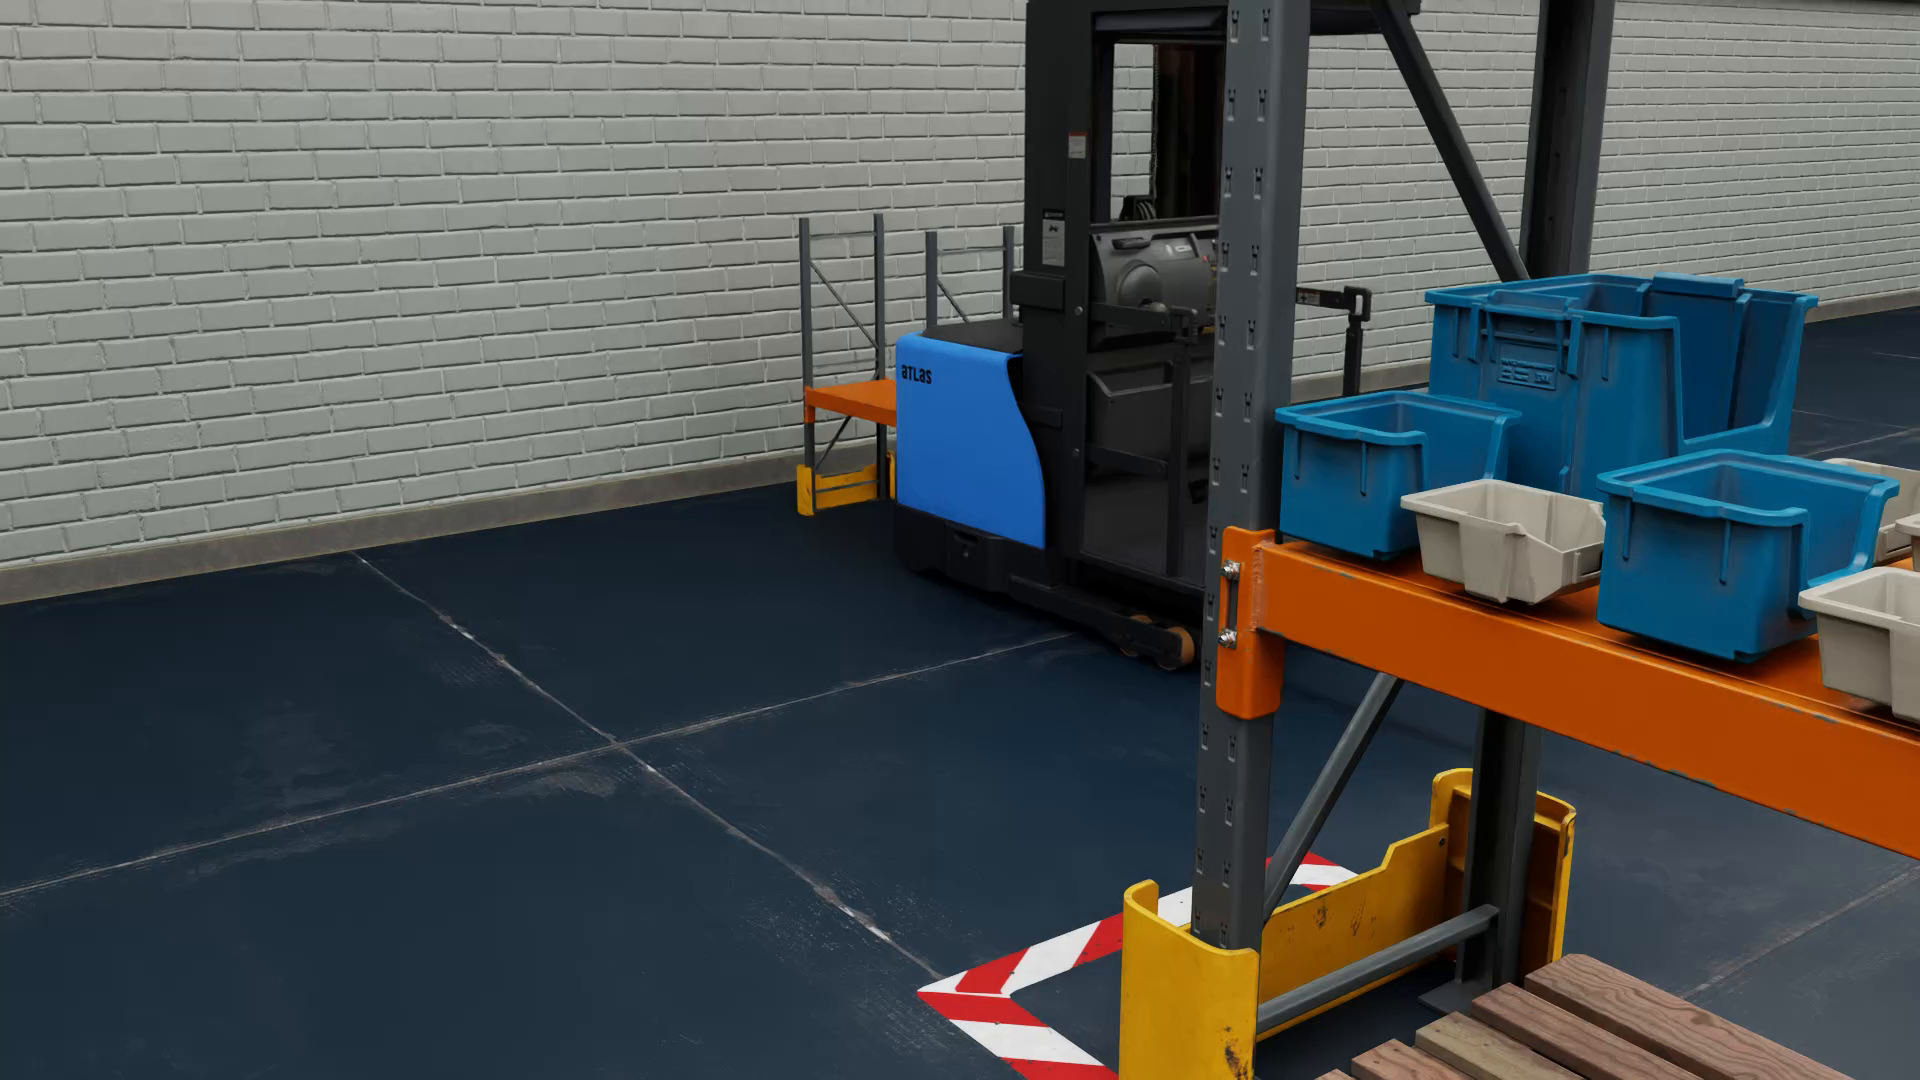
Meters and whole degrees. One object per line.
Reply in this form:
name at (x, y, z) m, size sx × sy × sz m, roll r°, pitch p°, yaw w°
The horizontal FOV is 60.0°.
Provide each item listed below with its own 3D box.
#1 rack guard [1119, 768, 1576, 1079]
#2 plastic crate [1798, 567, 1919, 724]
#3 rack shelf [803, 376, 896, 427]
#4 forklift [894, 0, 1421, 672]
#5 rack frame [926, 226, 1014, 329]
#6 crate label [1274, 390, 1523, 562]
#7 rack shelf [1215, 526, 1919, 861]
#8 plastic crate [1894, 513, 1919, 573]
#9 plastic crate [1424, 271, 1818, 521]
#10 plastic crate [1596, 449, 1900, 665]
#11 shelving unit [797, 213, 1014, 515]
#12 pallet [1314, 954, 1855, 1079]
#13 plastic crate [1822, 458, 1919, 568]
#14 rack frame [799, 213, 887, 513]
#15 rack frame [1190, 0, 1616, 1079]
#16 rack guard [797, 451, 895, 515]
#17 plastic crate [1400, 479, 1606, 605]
rack guard at (0.890, 0.927, 3.743) m, size 1.175 × 0.500 × 0.348 m, roll -11°, pitch 19°, yaw -35°
plastic crate at (1.314, 0.152, 2.223) m, size 0.250 × 0.136 × 0.298 m, roll -11°, pitch 19°, yaw -35°
rack shelf at (-0.272, -0.627, 8.208) m, size 0.538 × 0.185 × 1.000 m, roll -12°, pitch 19°, yaw -37°
forklift at (1.018, -1.069, 6.429) m, size 1.130 × 2.935 × 3.031 m, roll -12°, pitch 19°, yaw -37°
rack frame at (0.049, -0.696, 7.780) m, size 0.500 × 1.500 × 0.032 m, roll -12°, pitch 19°, yaw -37°
crate label at (0.793, -0.120, 3.037) m, size 0.416 × 0.233 × 0.303 m, roll -11°, pitch 19°, yaw -35°
rack shelf at (2.090, 0.498, 1.937) m, size 1.077 × 0.370 × 4.000 m, roll -11°, pitch 19°, yaw -35°
plastic crate at (1.699, 0.033, 2.661) m, size 0.396 × 0.136 × 0.243 m, roll -11°, pitch 19°, yaw -35°
plastic crate at (1.262, -0.279, 3.234) m, size 0.616 × 0.435 × 0.499 m, roll -11°, pitch 19°, yaw -35°
plastic crate at (1.180, 0.020, 2.523) m, size 0.416 × 0.233 × 0.300 m, roll -11°, pitch 19°, yaw -35°
shelving unit at (-0.277, -0.802, 8.167) m, size 0.587 × 1.500 × 1.083 m, roll -12°, pitch 19°, yaw -37°
pallet at (1.368, 1.251, 3.105) m, size 1.003 × 0.211 × 1.213 m, roll -11°, pitch 19°, yaw -35°
plastic crate at (1.540, -0.032, 2.895) m, size 0.396 × 0.136 × 0.243 m, roll -11°, pitch 19°, yaw -35°
rack frame at (-0.592, -0.905, 8.541) m, size 0.500 × 1.500 × 0.032 m, roll -12°, pitch 19°, yaw -37°
rack frame at (0.914, -0.276, 3.402) m, size 1.000 × 3.000 × 0.127 m, roll -11°, pitch 19°, yaw -35°
rack guard at (-0.591, -0.302, 8.705) m, size 0.587 × 0.250 × 0.087 m, roll -12°, pitch 19°, yaw -37°
plastic crate at (0.915, 0.008, 2.752) m, size 0.250 × 0.136 × 0.298 m, roll -11°, pitch 19°, yaw -35°
